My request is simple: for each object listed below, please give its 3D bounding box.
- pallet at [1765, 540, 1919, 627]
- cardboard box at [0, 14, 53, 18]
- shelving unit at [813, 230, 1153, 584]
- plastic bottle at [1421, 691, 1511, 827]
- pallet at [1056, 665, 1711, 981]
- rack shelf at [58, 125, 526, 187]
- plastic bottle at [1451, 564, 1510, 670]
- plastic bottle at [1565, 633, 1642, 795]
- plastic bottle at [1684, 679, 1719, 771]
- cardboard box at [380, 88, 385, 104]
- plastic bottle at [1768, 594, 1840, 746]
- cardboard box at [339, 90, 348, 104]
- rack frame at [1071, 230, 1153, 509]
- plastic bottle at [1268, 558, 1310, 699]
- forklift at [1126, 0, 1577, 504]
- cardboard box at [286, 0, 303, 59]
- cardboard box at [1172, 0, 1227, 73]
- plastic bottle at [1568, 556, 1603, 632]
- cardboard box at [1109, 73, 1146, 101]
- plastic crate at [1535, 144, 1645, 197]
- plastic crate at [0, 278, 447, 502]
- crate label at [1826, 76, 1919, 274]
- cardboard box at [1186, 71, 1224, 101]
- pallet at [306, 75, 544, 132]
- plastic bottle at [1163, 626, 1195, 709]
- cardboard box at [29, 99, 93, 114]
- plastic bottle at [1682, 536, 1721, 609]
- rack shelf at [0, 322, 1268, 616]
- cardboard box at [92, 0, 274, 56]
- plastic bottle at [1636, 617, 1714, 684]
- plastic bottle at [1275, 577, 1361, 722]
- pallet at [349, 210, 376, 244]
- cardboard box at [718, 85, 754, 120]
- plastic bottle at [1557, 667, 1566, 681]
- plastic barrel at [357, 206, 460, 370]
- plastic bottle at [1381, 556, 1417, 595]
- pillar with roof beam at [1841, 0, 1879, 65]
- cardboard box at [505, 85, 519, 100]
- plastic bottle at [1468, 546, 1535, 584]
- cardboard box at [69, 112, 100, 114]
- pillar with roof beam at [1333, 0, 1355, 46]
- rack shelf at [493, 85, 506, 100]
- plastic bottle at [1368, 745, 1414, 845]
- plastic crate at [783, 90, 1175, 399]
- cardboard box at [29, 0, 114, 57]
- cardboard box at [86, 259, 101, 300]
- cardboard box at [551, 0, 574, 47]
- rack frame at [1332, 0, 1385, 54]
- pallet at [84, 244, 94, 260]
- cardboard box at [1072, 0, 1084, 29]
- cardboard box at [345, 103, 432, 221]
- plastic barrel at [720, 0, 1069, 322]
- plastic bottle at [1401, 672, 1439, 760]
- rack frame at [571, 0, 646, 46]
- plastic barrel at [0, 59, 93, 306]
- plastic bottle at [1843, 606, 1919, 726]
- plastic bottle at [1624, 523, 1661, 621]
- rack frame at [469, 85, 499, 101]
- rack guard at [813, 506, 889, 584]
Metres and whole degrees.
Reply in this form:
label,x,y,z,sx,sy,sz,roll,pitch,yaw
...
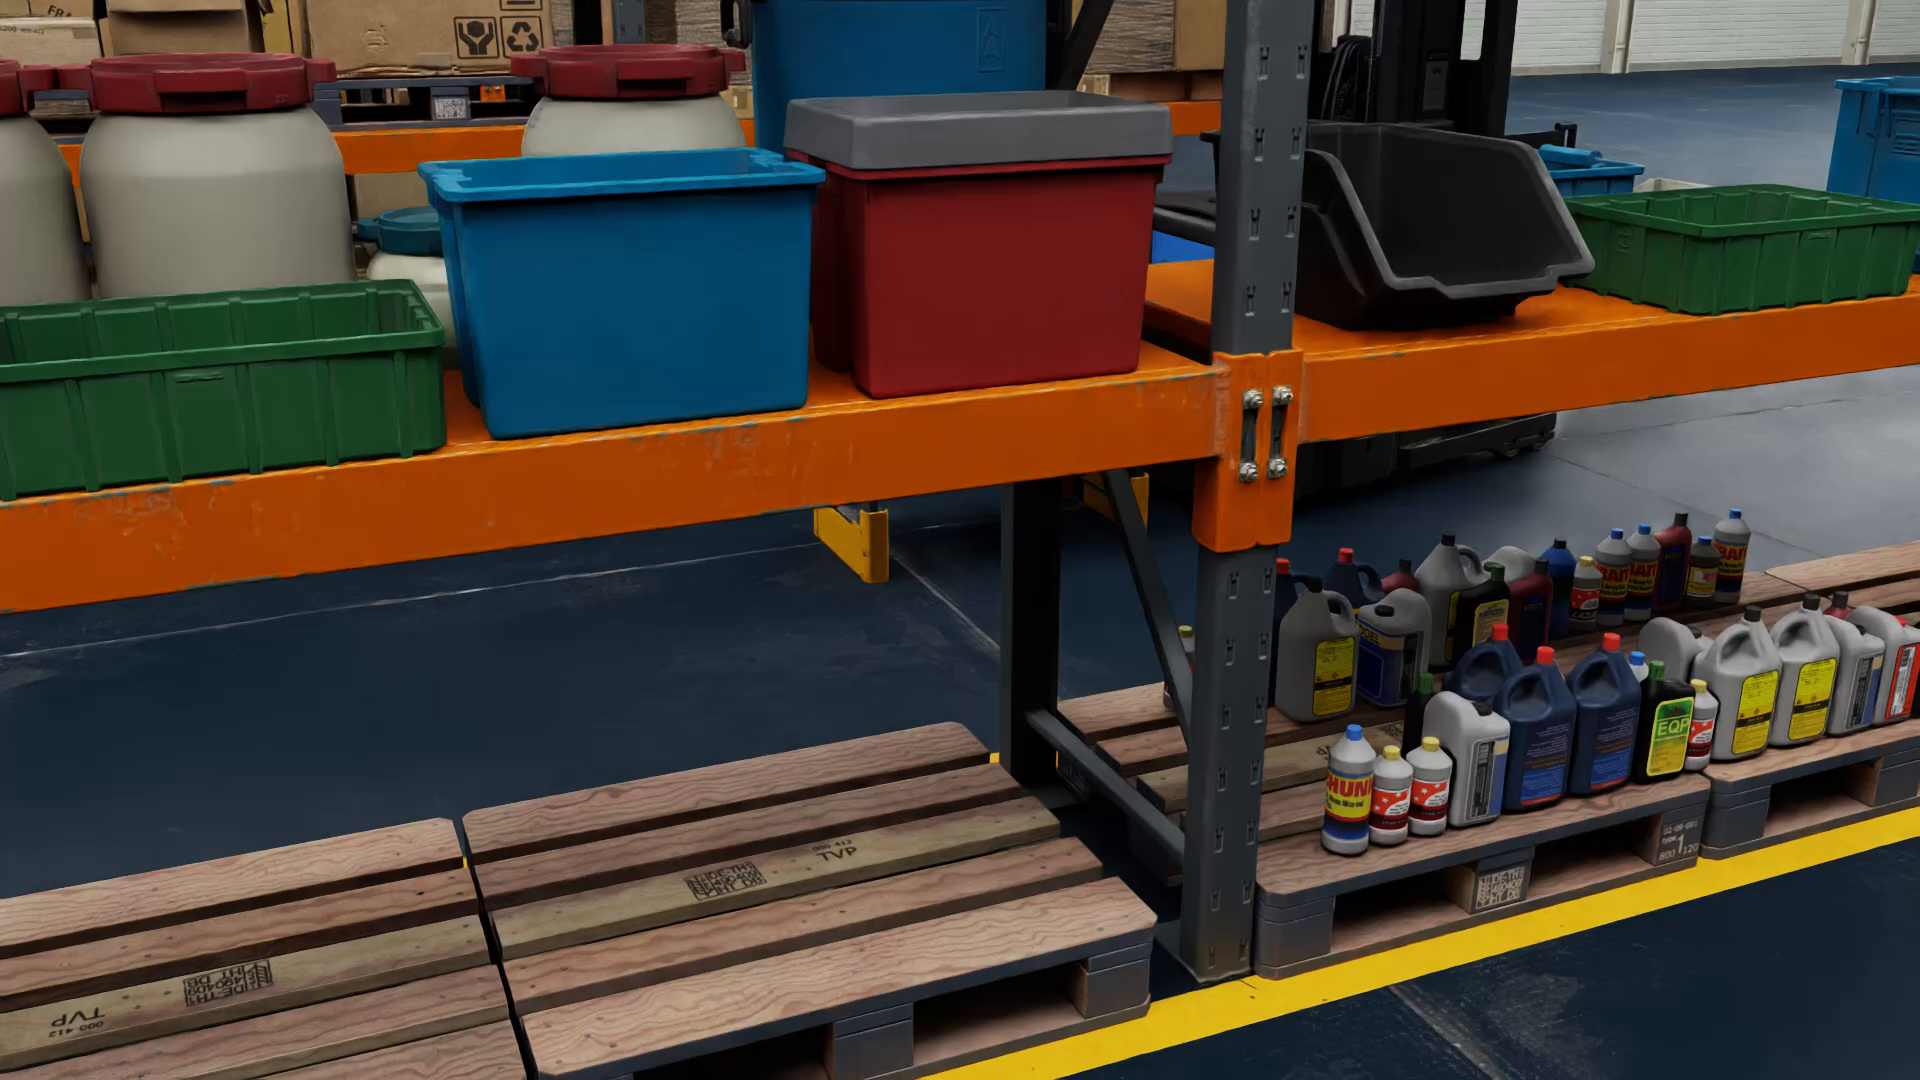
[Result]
label,x,y,z,sx,sy,sz,roll,pitch,yaw
pallet,3.224,0.263,4.957,1.213,0.211,1.003,-8,21,-22
cardboard box,-3.860,-2.076,6.972,0.258,0.266,0.396,-9,21,-23
shelving unit,0.070,-0.717,5.801,1.083,1.500,0.587,-8,21,-22
plastic bottle,1.103,0.462,3.631,0.135,0.276,0.152,-7,21,-20
pallet,0.984,0.584,4.045,1.213,0.211,1.003,-8,21,-22
rack shelf,-3.448,-1.564,7.029,4.000,0.370,1.077,-8,21,-22
plastic bottle,1.365,0.206,4.349,0.133,0.283,0.061,-8,21,-22
plastic bottle,1.429,0.382,3.747,0.185,0.351,0.144,-9,21,-24
plastic bottle,1.699,0.422,3.857,0.097,0.201,0.097,0,19,0
cardboard box,-7.141,-5.728,21.281,0.500,0.250,0.500,-8,21,-21
plastic bottle,1.990,0.301,3.975,0.185,0.351,0.144,-7,21,-20
cardboard box,-7.981,-5.707,20.658,0.625,0.625,0.875,-7,21,-20
rack frame,0.545,-0.786,5.995,0.032,1.500,0.500,-8,21,-22
plastic bottle,0.828,0.214,4.225,0.185,0.351,0.144,-9,21,-23
forklift,1.936,-1.859,6.888,3.031,2.935,1.130,-14,24,-34
cardboard box,-4.320,-3.522,11.359,0.500,0.500,0.500,-8,21,-23
cardboard box,1.134,-2.713,8.613,0.500,0.500,0.875,-8,21,-22
plastic bottle,1.738,0.145,4.644,0.097,0.201,0.097,0,19,0
cardboard box,0.740,-2.304,8.427,0.250,0.149,0.380,-8,21,-22
plastic crate,1.259,-0.814,4.041,0.616,0.251,0.499,-8,21,-22
plastic crate,-1.137,-0.240,2.508,0.662,0.188,0.450,-8,21,-22
crate label,2.440,-0.874,3.934,0.616,0.435,0.502,-8,21,-22
cardboard box,1.207,-2.364,8.597,0.250,0.149,0.380,-8,21,-22
pallet,-2.371,-2.019,7.529,1.213,0.211,1.003,-8,21,-22
plastic bottle,0.560,0.314,4.165,0.097,0.201,0.097,0,19,0
cardboard box,-10.601,-5.331,19.589,0.625,0.625,0.875,-7,21,-20
plastic bottle,2.140,0.088,4.807,0.097,0.201,0.097,0,19,0
rack shelf,-1.486,-0.053,2.740,4.000,0.370,1.077,-8,21,-22
cardboard box,-3.167,-2.157,6.843,0.637,0.503,0.797,-6,20,-16
plastic bottle,1.738,0.319,4.037,0.135,0.276,0.152,-8,21,-22
plastic bottle,0.885,0.258,4.100,0.185,0.351,0.144,-8,21,-22
pallet,-4.162,-2.252,12.100,1.213,0.211,1.003,-8,21,-22
cardboard box,-1.060,-2.013,7.601,0.250,0.149,0.380,-8,21,-22
plastic bottle,1.341,0.388,3.848,0.097,0.271,0.097,0,19,0
plastic barrel,-0.926,-0.463,3.029,0.301,0.262,0.301,0,19,0
plastic bottle,1.137,0.186,4.404,0.133,0.283,0.061,-7,20,-18
pillar with roof beam,18.912,-12.085,26.795,0.400,9.000,9.100,-8,21,-22
cardboard box,-2.878,-2.949,12.448,0.875,0.875,0.875,-8,21,-21
plastic bottle,1.451,0.161,4.487,0.135,0.276,0.152,-8,21,-21
cardboard box,-8.012,-3.791,15.597,0.625,0.372,0.950,-9,21,-23
pillar with roof beam,7.894,-10.506,22.311,0.400,9.000,9.100,-8,21,-22
rack shelf,-1.647,-3.616,12.857,4.000,0.370,1.077,-8,21,-22
plastic bottle,0.910,0.535,3.537,0.097,0.201,0.097,0,19,0
plastic crate,0.027,-0.529,2.911,0.583,0.464,0.402,-8,21,-22
cardboard box,-5.708,-3.323,10.794,0.500,0.500,0.500,-8,21,-22
cardboard box,-3.655,-0.916,7.209,0.500,0.500,0.700,-6,20,-17
cardboard box,-3.149,-3.815,12.114,0.550,0.550,0.875,-8,21,-22
rack frame,2.061,-2.692,9.152,0.127,3.000,1.000,-8,21,-22
pallet,-6.402,-1.931,11.189,1.213,0.211,1.003,-8,21,-22
cardboard box,0.194,-2.599,8.287,0.500,0.500,0.875,-8,21,-22
cardboard box,-4.018,-2.720,11.985,0.750,0.750,1.050,-8,21,-22
plastic barrel,-0.124,-0.934,3.402,0.708,0.901,0.600,-8,21,-22
plastic bottle,1.060,0.427,3.721,0.133,0.283,0.061,-8,21,-22
rack frame,-1.611,-2.166,7.657,0.127,3.000,1.000,-8,21,-22
plastic barrel,-1.686,-0.507,2.742,0.433,0.535,0.433,0,19,0
plastic bottle,2.268,0.295,4.105,0.135,0.276,0.152,-8,21,-22
plastic bottle,1.920,0.086,4.706,0.097,0.271,0.097,0,19,0
rack frame,-3.483,-3.692,11.991,0.127,3.000,1.000,-8,21,-22
rack guard,-0.387,-0.062,5.823,0.087,0.250,0.587,-8,21,-22
